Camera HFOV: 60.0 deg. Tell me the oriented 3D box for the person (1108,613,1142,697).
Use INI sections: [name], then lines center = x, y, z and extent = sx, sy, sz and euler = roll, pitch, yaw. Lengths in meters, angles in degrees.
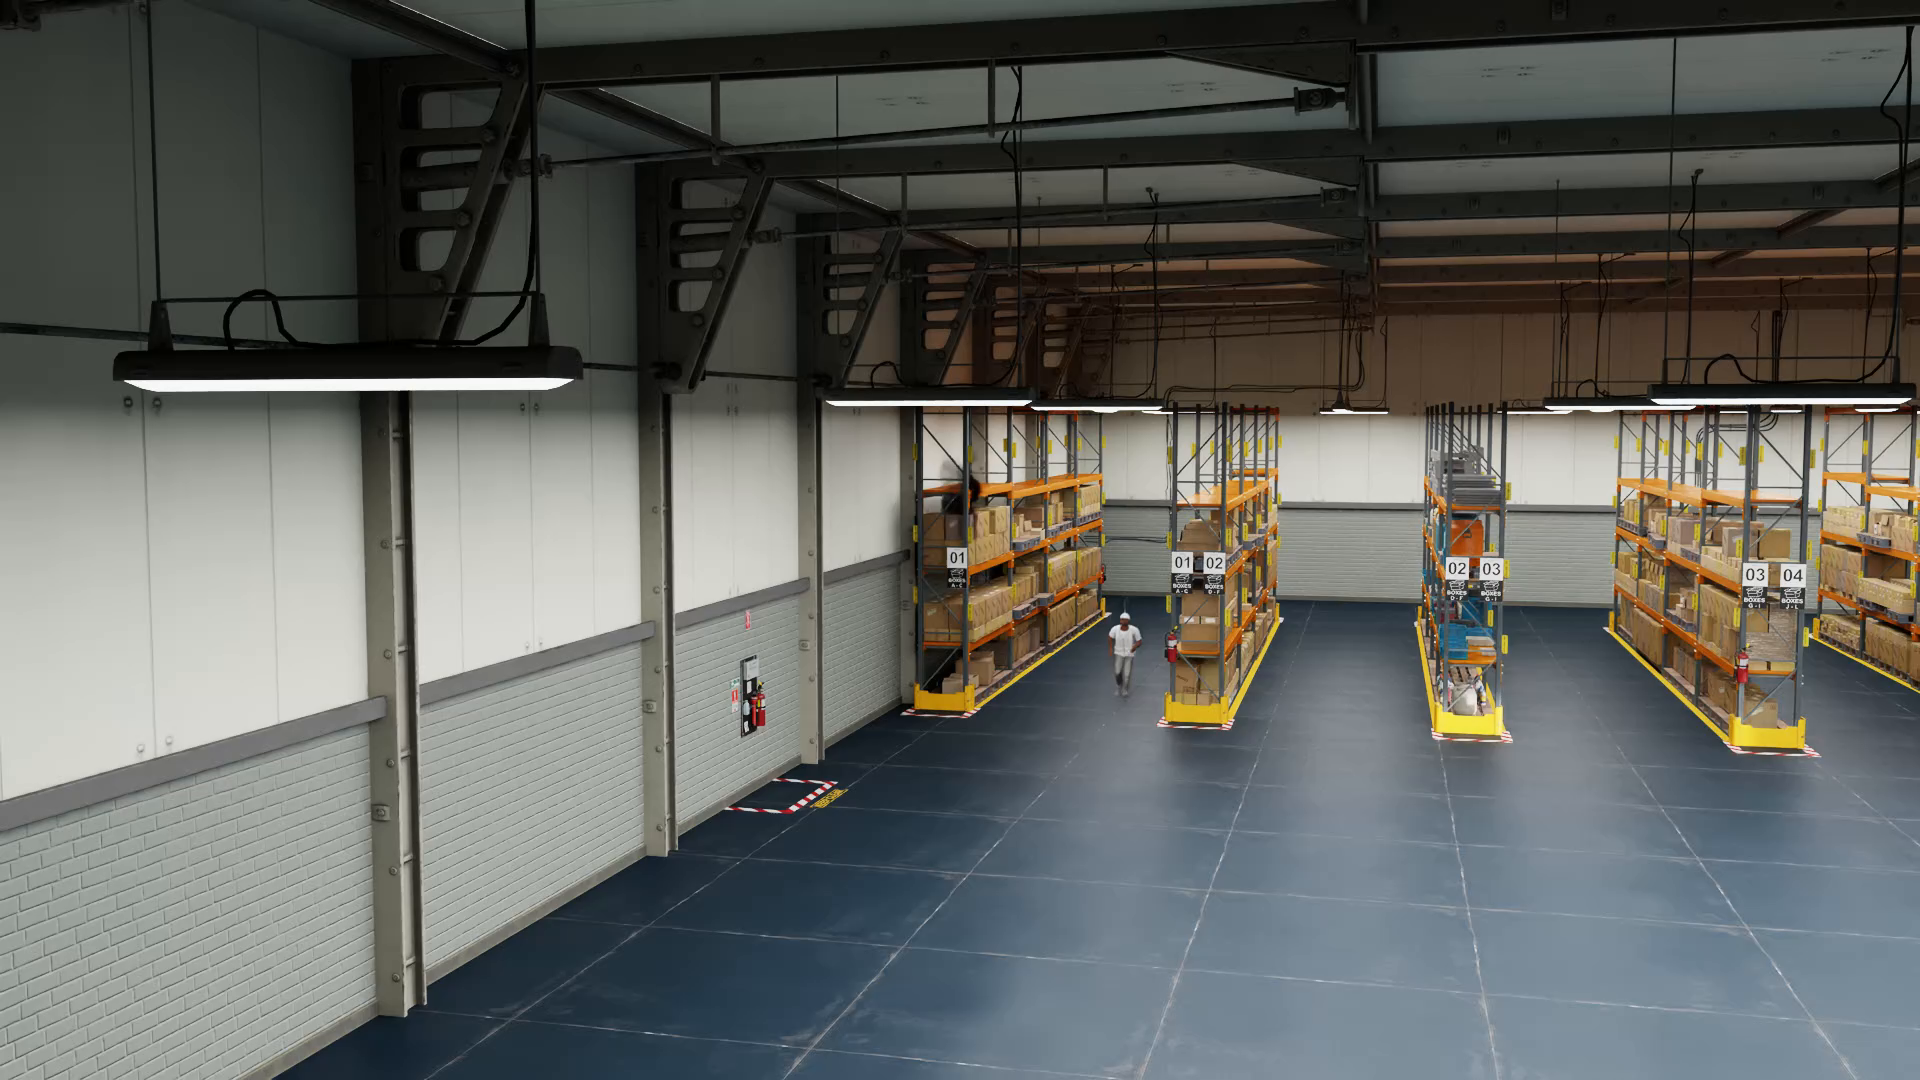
[person]
center = 3.350, 2.348, 33.842
extent = 0.699, 1.741, 0.640
euler = 1, 4, 9
